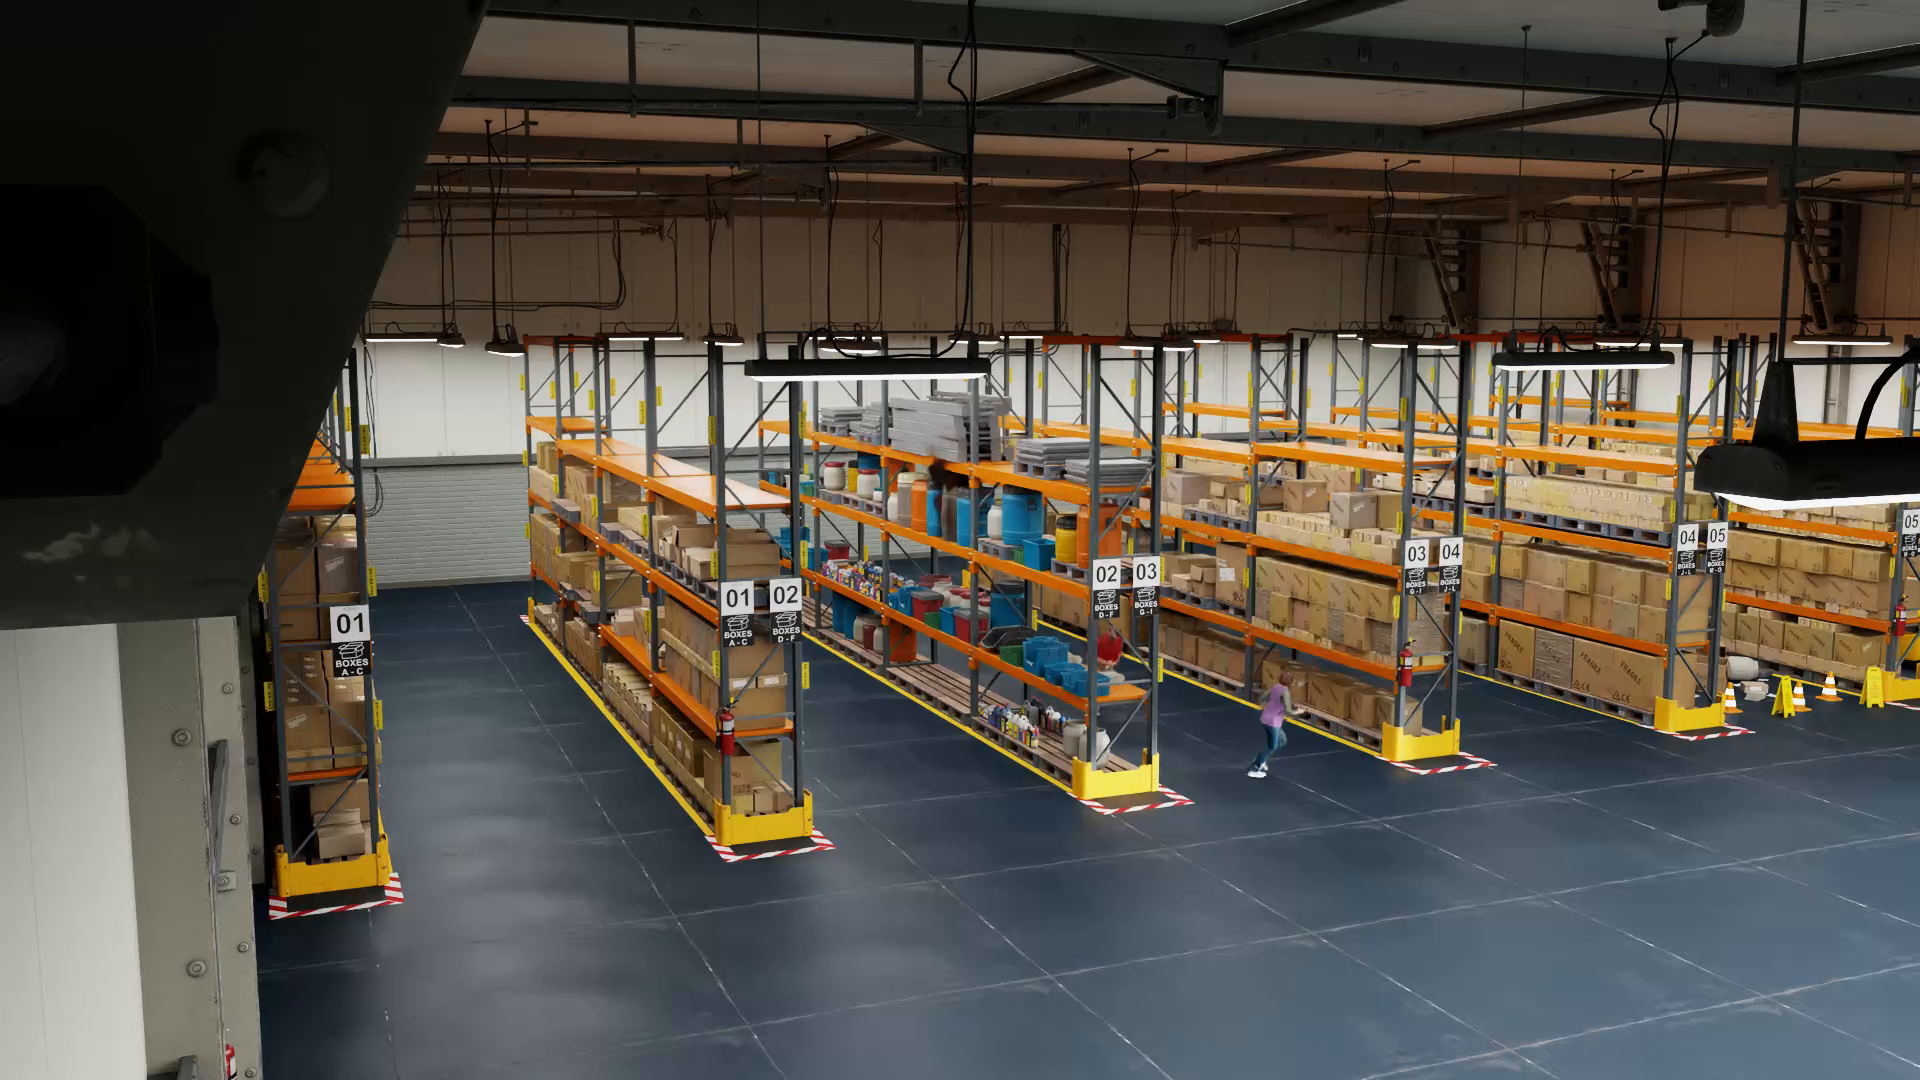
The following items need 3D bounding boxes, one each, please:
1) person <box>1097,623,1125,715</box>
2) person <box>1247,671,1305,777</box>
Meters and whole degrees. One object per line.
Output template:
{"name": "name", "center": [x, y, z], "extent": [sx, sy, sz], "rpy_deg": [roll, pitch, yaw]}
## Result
{"name": "person", "center": [2.365, 2.058, 26.359], "extent": [0.691, 1.562, 0.845], "rpy_deg": [-4, 8, -26]}
{"name": "person", "center": [4.380, 2.543, 23.021], "extent": [0.798, 1.504, 0.527], "rpy_deg": [-1, 8, -5]}
